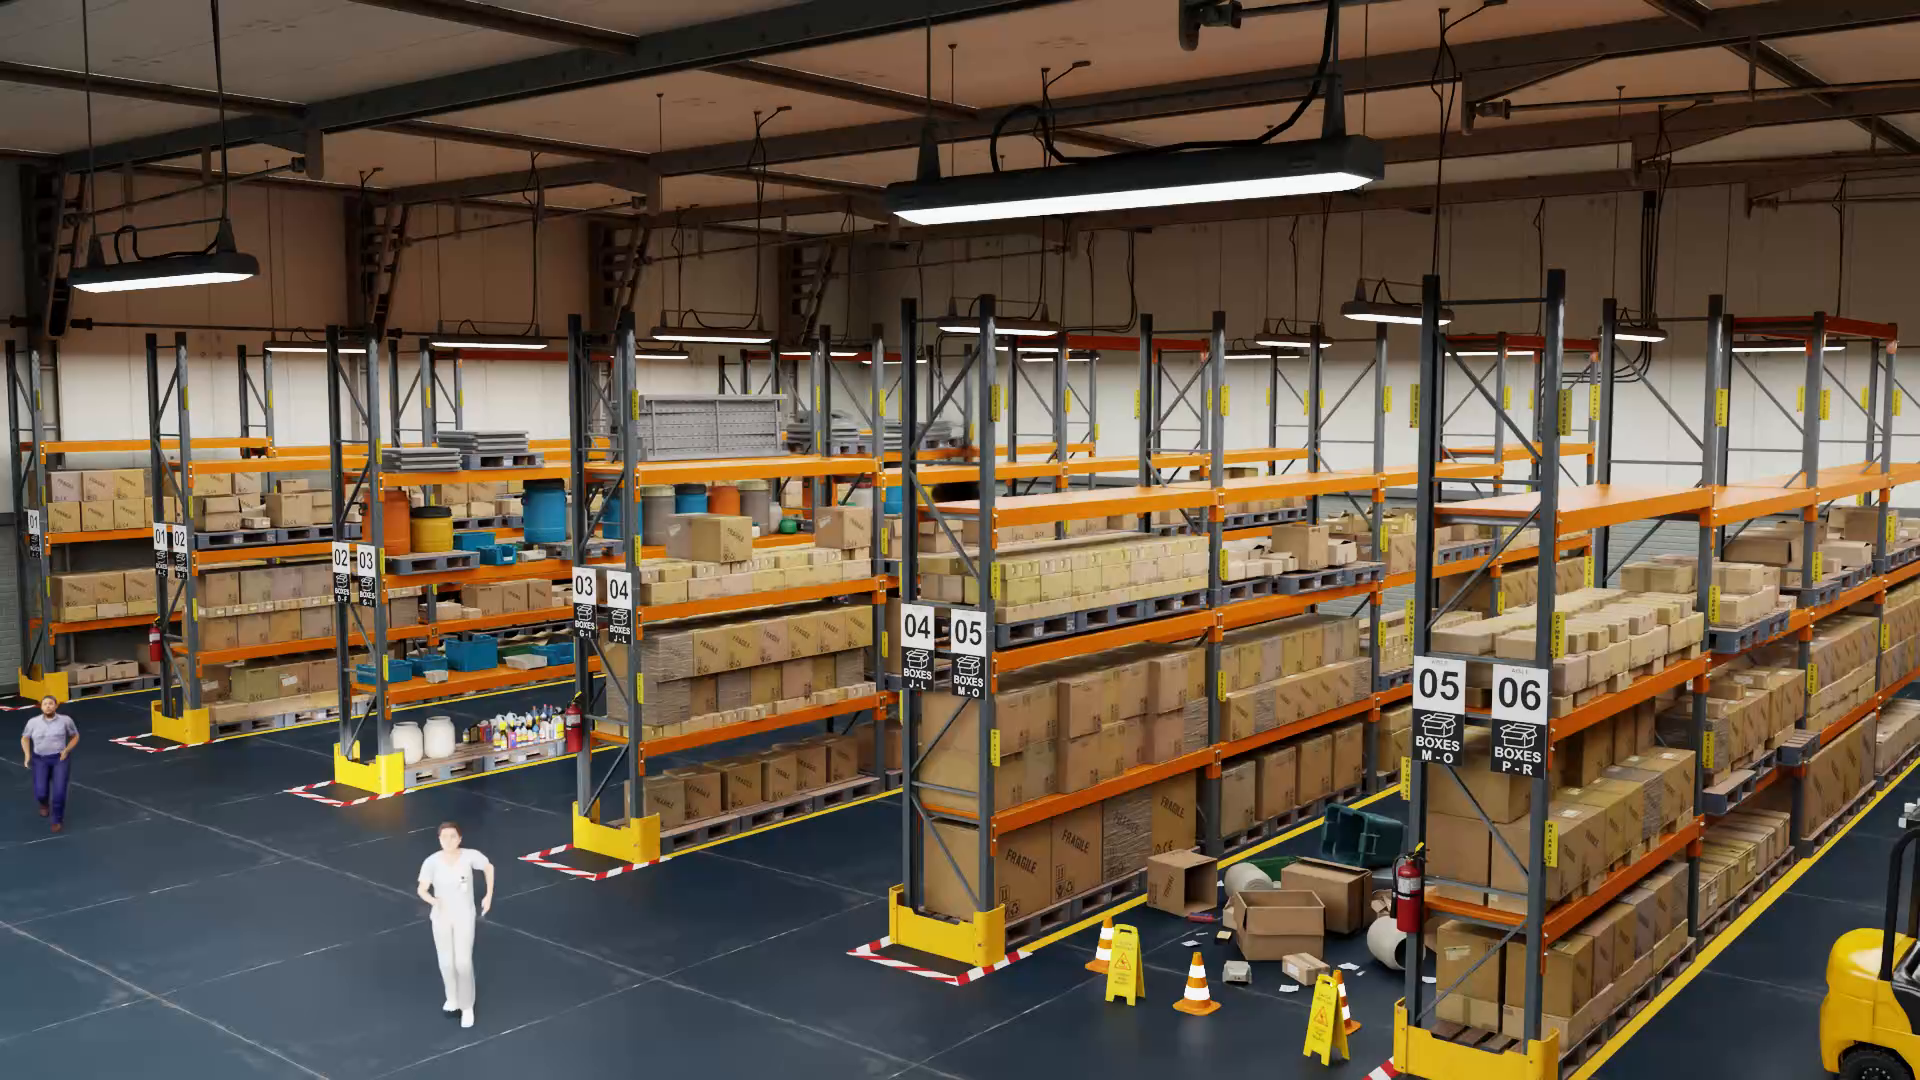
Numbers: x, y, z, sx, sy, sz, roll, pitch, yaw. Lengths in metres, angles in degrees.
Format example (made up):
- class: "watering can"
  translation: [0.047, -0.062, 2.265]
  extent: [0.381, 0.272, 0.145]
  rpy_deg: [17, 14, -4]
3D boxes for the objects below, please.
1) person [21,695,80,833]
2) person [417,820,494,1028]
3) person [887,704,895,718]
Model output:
- class: "person"
  translation: [-10.691, 2.622, 19.566]
  extent: [0.615, 1.607, 0.550]
  rpy_deg: [-2, 6, -25]
- class: "person"
  translation: [-4.113, 3.131, 13.575]
  extent: [0.580, 1.716, 0.712]
  rpy_deg: [-1, 5, -11]
- class: "person"
  translation: [-1.204, 2.089, 25.418]
  extent: [0.508, 1.558, 0.586]
  rpy_deg: [3, 6, 33]
